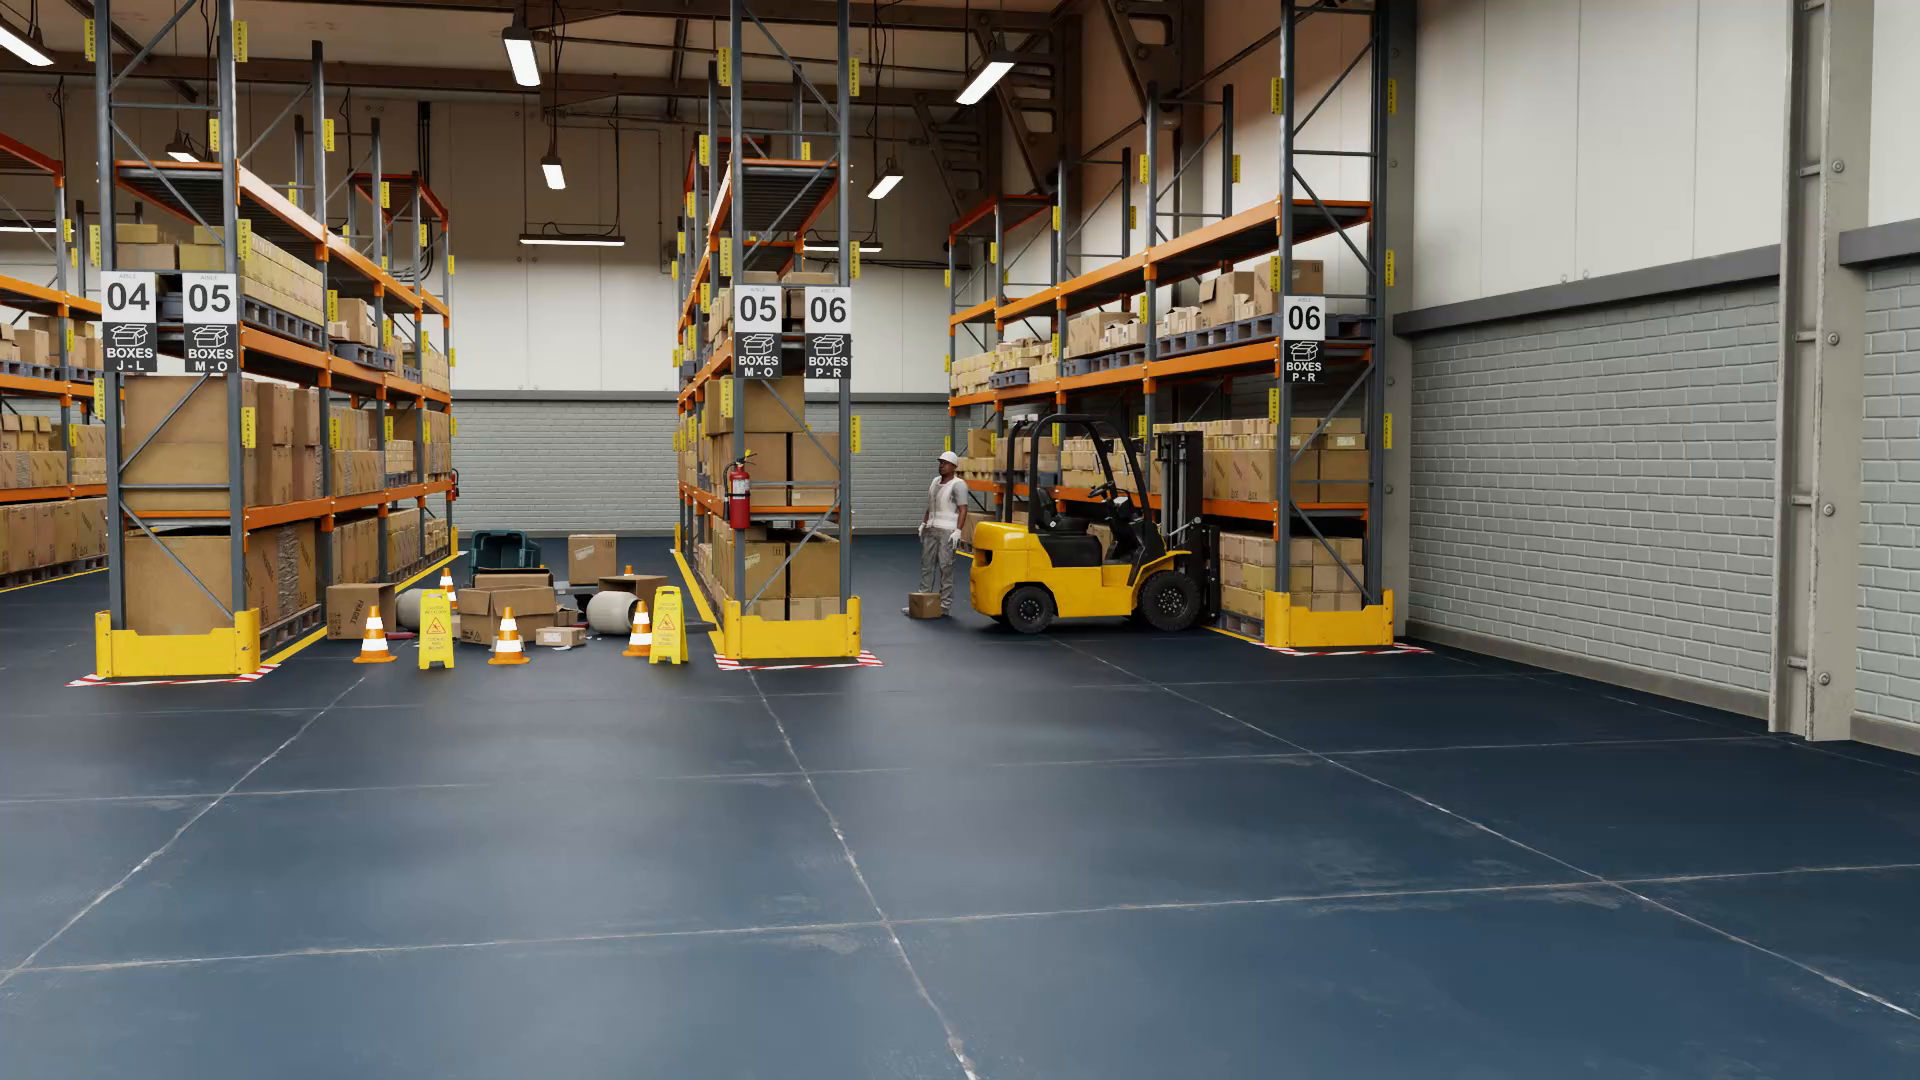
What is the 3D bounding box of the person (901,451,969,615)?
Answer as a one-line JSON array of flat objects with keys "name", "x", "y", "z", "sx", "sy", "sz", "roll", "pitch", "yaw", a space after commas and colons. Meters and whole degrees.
[{"name": "person", "x": -0.249, "y": -0.074, "z": 18.121, "sx": 0.574, "sy": 1.786, "sz": 0.656, "roll": -3, "pitch": 4, "yaw": -40}]
